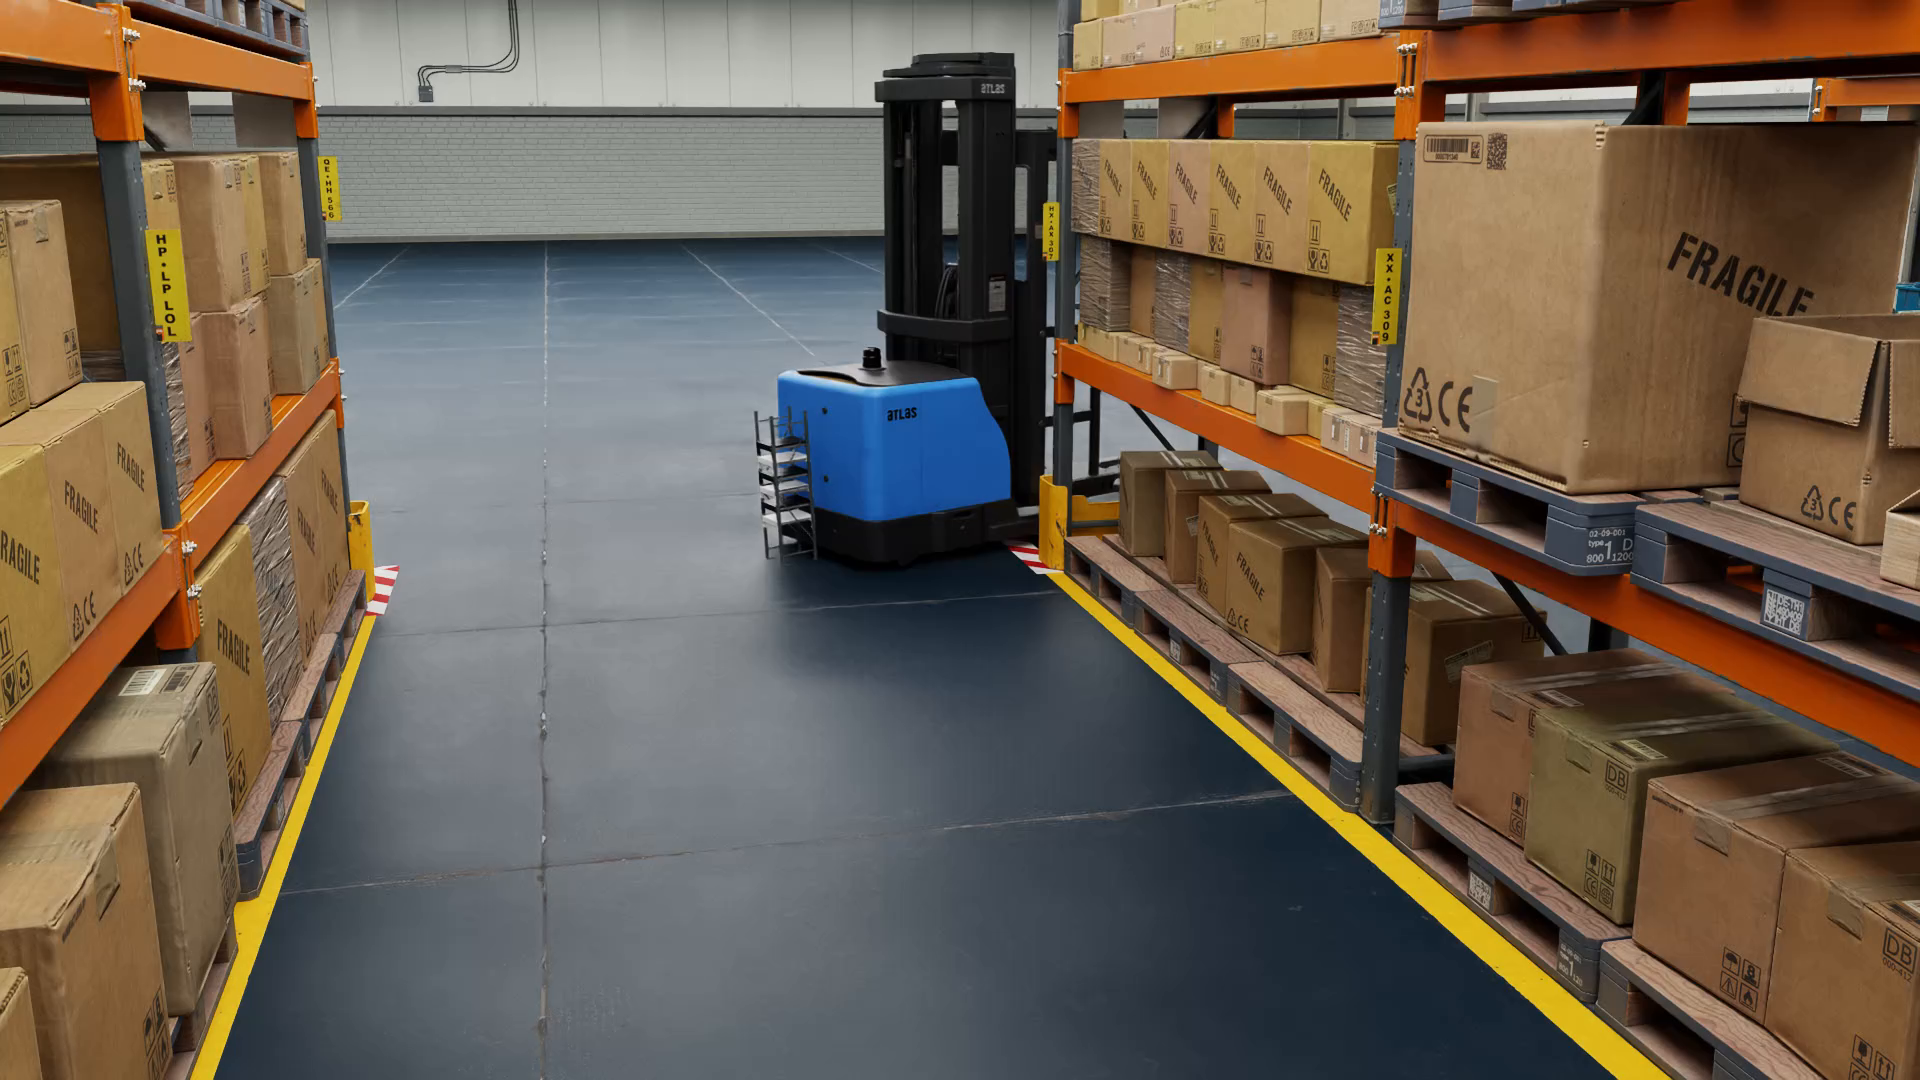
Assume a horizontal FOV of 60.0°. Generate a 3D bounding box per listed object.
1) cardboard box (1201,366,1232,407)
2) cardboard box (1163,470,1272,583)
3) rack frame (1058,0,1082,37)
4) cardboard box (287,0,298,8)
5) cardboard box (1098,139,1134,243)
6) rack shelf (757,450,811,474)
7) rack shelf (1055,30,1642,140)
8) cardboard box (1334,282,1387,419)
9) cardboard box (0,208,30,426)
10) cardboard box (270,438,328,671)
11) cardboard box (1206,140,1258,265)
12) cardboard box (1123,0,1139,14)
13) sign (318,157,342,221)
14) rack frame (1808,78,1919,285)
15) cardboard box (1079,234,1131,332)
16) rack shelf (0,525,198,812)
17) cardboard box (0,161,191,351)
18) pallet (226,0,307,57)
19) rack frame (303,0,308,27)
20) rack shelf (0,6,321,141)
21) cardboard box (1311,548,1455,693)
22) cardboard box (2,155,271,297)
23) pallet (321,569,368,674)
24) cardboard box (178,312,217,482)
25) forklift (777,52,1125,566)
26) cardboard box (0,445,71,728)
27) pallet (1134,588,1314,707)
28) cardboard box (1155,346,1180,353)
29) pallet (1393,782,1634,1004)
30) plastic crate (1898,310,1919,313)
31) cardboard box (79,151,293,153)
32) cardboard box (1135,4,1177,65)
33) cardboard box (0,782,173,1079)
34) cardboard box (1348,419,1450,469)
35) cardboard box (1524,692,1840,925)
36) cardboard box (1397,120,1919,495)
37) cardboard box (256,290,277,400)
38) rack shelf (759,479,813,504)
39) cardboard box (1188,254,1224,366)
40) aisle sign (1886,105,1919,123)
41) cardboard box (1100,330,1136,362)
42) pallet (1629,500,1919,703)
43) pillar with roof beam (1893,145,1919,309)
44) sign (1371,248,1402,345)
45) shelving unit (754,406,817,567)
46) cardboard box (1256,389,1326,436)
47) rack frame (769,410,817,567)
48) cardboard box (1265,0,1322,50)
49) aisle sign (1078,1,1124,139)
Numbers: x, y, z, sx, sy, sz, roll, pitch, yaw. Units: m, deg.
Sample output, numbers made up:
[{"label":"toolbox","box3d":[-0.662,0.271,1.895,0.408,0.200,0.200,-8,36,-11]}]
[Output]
[{"label":"cardboard box","box3d":[1.314,-0.701,7.507,0.380,0.149,0.250,-3,14,-13]},{"label":"cardboard box","box3d":[1.353,-0.075,8.795,0.500,0.500,0.500,0,14,2]},{"label":"rack frame","box3d":[1.049,-4.280,8.987,1.000,3.000,0.127,-3,14,-13]},{"label":"cardboard box","box3d":[-3.330,-2.585,7.800,0.380,0.149,0.250,-3,14,-13]},{"label":"cardboard box","box3d":[1.024,-1.787,8.478,0.500,0.500,0.500,-3,14,-13]},{"label":"rack shelf","box3d":[-1.032,-0.459,9.763,0.258,0.077,0.200,-12,18,-31]},{"label":"rack shelf","box3d":[1.519,-2.012,7.539,1.077,0.370,4.000,-3,14,-13]},{"label":"cardboard box","box3d":[1.943,-0.744,6.313,0.875,0.500,0.500,-3,14,-13]},{"label":"cardboard box","box3d":[-2.612,-0.492,3.802,0.700,0.500,0.500,-4,14,-14]},{"label":"cardboard box","box3d":[-3.364,0.071,7.409,0.875,0.875,0.875,-4,14,-14]},{"label":"cardboard box","box3d":[1.380,-1.441,7.062,0.500,0.500,0.500,-3,14,-13]},{"label":"cardboard box","box3d":[1.029,-2.684,8.250,0.380,0.149,0.250,-3,14,-11]},{"label":"sign","box3d":[-3.265,-1.818,8.608,0.100,0.325,0.005,-3,14,-13]},{"label":"rack frame","box3d":[5.863,-1.642,10.829,1.000,3.000,0.127,-3,14,-13]},{"label":"cardboard box","box3d":[1.151,-1.431,9.126,0.875,0.500,0.500,-3,14,-13]},{"label":"rack shelf","box3d":[-2.387,0.621,3.082,1.077,0.370,4.000,-3,14,-13]},{"label":"cardboard box","box3d":[-2.910,-0.875,5.096,0.875,0.550,0.550,-3,14,-13]},{"label":"pallet","box3d":[-3.612,-2.357,7.619,1.003,0.211,1.213,-3,14,-13]},{"label":"rack frame","box3d":[-3.796,-4.027,7.950,1.000,3.000,0.127,-3,14,-13]},{"label":"rack shelf","box3d":[-3.326,-1.759,6.503,1.077,0.370,4.000,-3,14,-13]},{"label":"cardboard box","box3d":[1.791,0.341,7.094,0.500,0.500,0.500,1,14,5]},{"label":"cardboard box","box3d":[-3.277,-1.249,6.628,0.875,0.550,0.500,-3,14,-13]},{"label":"pallet","box3d":[-3.532,0.422,8.256,1.003,0.211,1.213,-3,14,-13]},{"label":"cardboard box","box3d":[-3.106,-0.473,5.727,0.875,0.550,0.550,-3,14,-13]},{"label":"forklift","box3d":[0.333,-1.539,10.550,3.031,2.935,1.130,-11,18,-38]},{"label":"cardboard box","box3d":[-2.237,0.100,3.487,0.500,0.500,0.500,-3,14,-13]},{"label":"pallet","box3d":[1.506,0.476,8.033,1.003,0.211,1.213,-3,14,-13]},{"label":"cardboard box","box3d":[1.184,-0.877,8.226,0.380,0.149,0.250,-3,14,-13]},{"label":"pallet","box3d":[2.173,1.091,5.518,1.003,0.211,1.213,-3,14,-13]},{"label":"plastic crate","box3d":[5.761,-1.290,9.941,0.298,0.136,0.250,-3,14,-13]},{"label":"cardboard box","box3d":[-3.747,-1.623,8.157,0.875,0.550,0.550,-3,14,-13]},{"label":"cardboard box","box3d":[1.150,-2.392,7.892,0.500,0.250,0.500,-3,14,-13]},{"label":"cardboard box","box3d":[-2.401,1.060,3.625,1.050,0.750,0.750,-3,14,-13]},{"label":"cardboard box","box3d":[1.652,-0.355,6.087,0.380,0.149,0.250,-3,14,-13]},{"label":"cardboard box","box3d":[2.205,0.811,5.127,0.700,0.500,0.500,-3,14,-14]},{"label":"cardboard box","box3d":[2.039,-0.748,5.018,1.000,1.000,1.000,-3,14,-13]},{"label":"cardboard box","box3d":[-3.505,-0.841,7.233,0.875,0.550,0.550,-3,14,-13]},{"label":"rack shelf","box3d":[-1.024,-0.286,9.811,0.258,0.077,0.200,-12,18,-31]},{"label":"cardboard box","box3d":[1.567,-1.088,7.724,0.875,0.500,0.500,-3,14,-13]},{"label":"aisle sign","box3d":[6.135,-2.938,10.656,0.394,0.787,0.004,-3,14,-13]},{"label":"cardboard box","box3d":[0.968,-1.048,8.925,0.380,0.149,0.250,-3,14,-13]},{"label":"pallet","box3d":[2.423,0.118,4.027,1.003,0.211,1.213,-3,14,-13]},{"label":"pillar with roof beam","box3d":[9.496,-7.524,22.262,9.100,9.000,0.400,-3,14,-13]},{"label":"sign","box3d":[1.463,-0.832,5.688,0.100,0.325,0.005,-3,14,-13]},{"label":"shelving unit","box3d":[-1.026,-0.318,9.802,0.258,0.900,0.210,-12,18,-31]},{"label":"cardboard box","box3d":[1.435,-0.525,6.786,0.380,0.149,0.250,-3,14,-13]},{"label":"rack frame","box3d":[-0.971,-0.298,9.719,0.240,0.900,0.006,-12,18,-31]},{"label":"cardboard box","box3d":[1.515,-2.039,6.450,0.500,0.250,0.500,-3,14,-12]},{"label":"aisle sign","box3d":[0.743,-2.627,9.380,0.394,0.787,0.004,-3,14,-13]}]
